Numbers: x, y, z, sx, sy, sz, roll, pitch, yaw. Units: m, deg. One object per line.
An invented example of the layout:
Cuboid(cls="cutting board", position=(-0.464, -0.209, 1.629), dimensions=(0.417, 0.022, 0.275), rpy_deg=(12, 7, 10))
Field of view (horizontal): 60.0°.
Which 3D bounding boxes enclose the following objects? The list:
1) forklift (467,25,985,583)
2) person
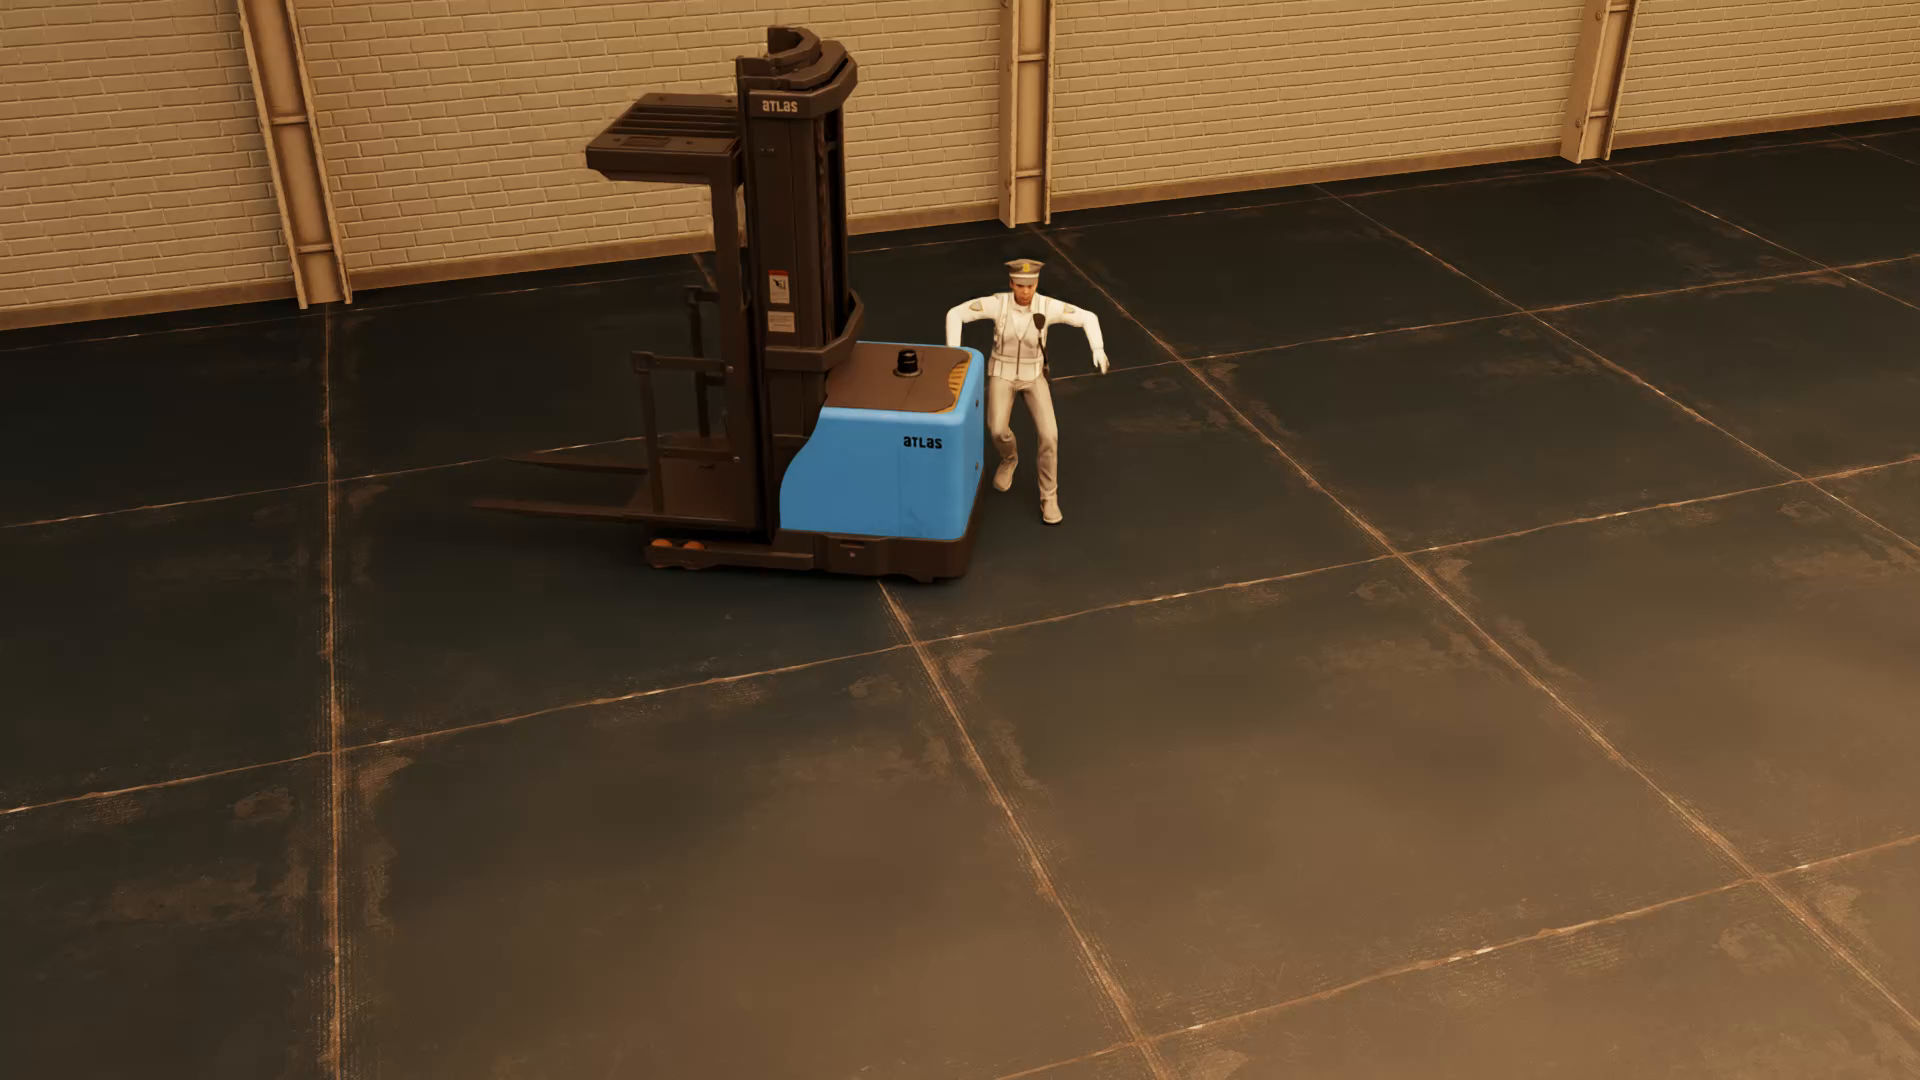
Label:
Cuboid(cls="forklift", position=(-1.403, -1.348, 9.430), dimensions=(3.031, 2.935, 1.130), rpy_deg=(4, 30, 7))
Cuboid(cls="person", position=(0.403, -0.926, 10.098), dimensions=(0.990, 1.523, 0.766), rpy_deg=(0, 30, 0))
